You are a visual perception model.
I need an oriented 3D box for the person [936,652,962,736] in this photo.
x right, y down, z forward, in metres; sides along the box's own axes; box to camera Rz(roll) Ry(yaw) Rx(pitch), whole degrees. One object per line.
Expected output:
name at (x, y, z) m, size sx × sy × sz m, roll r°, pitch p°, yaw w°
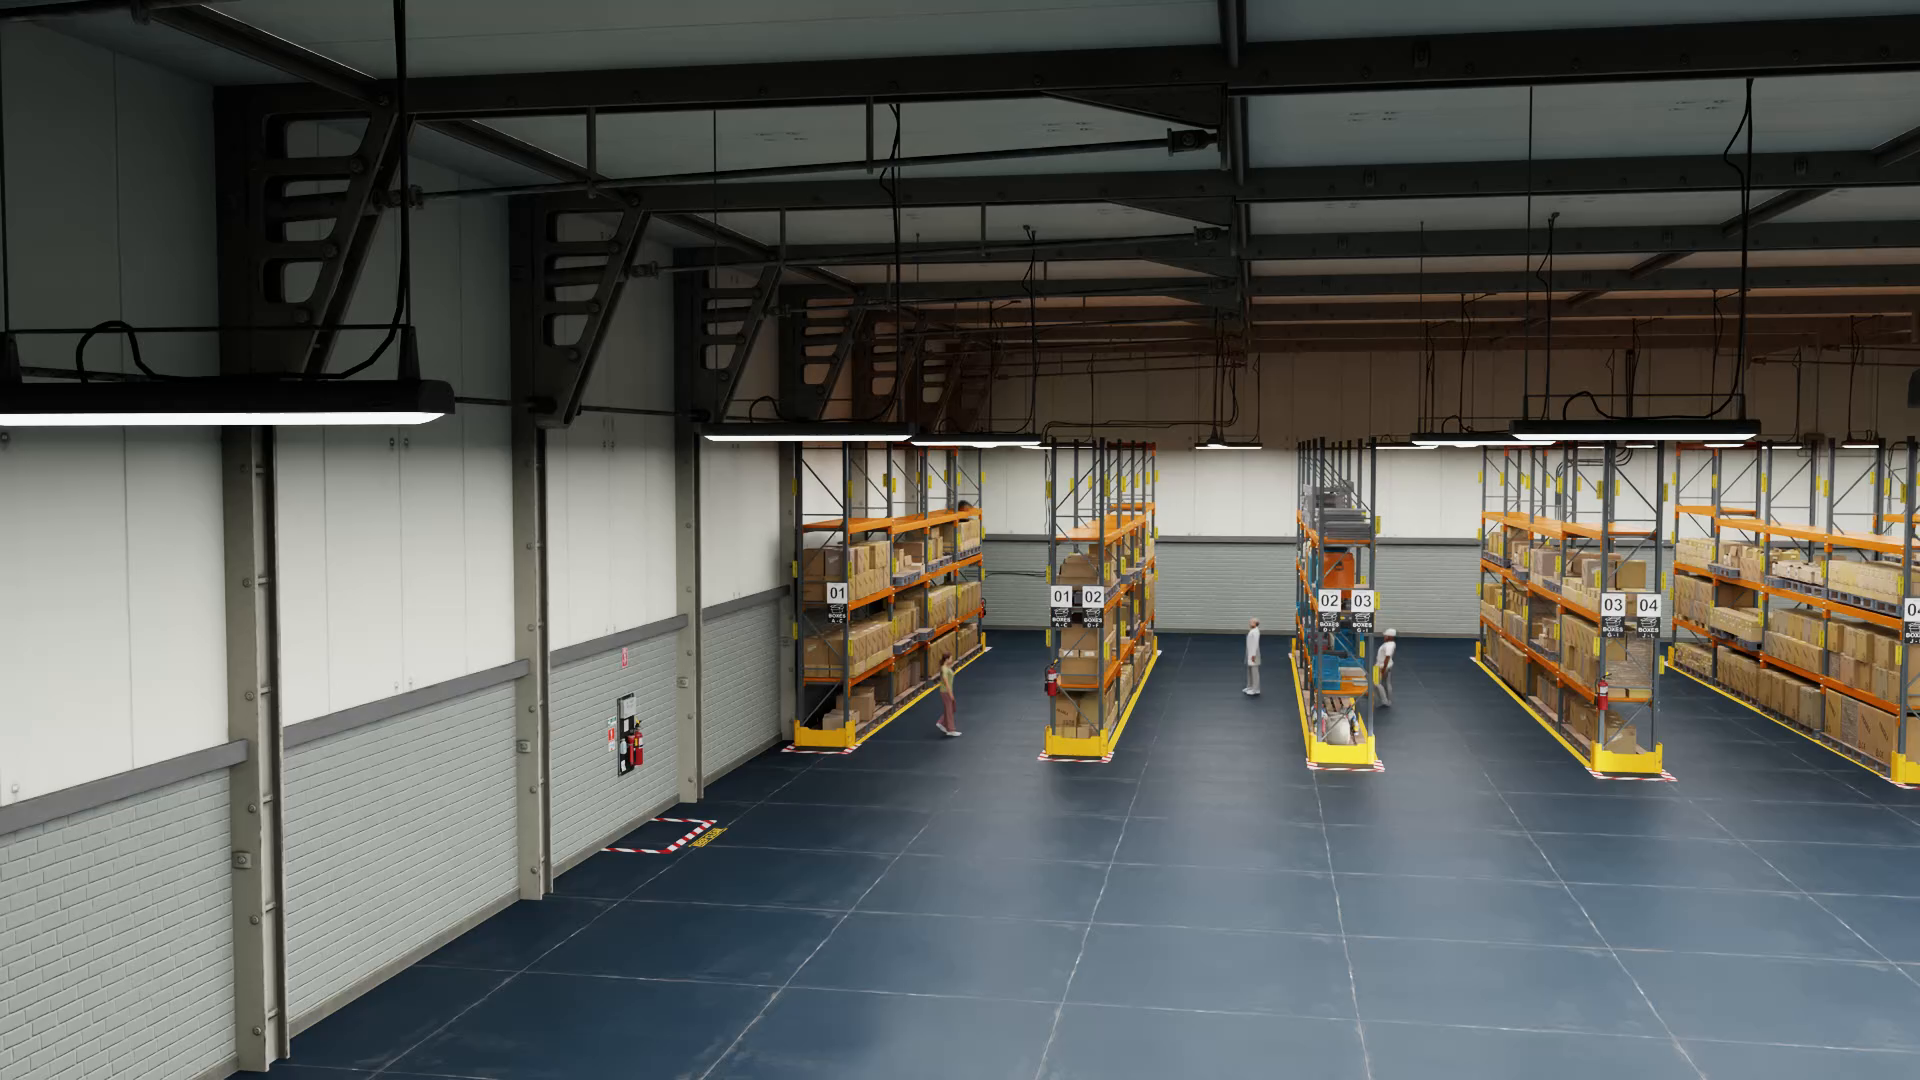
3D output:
person at (-0.227, 3.101, 33.664) m, size 0.534 × 1.674 × 0.577 m, roll 0°, pitch 3°, yaw 1°

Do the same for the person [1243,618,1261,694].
person at (6.928, 2.737, 39.445) m, size 0.418 × 1.787 × 0.613 m, roll 0°, pitch 3°, yaw -8°

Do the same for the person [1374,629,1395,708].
person at (9.511, 2.879, 37.329) m, size 0.549 × 1.790 × 0.656 m, roll 2°, pitch 4°, yaw 36°
